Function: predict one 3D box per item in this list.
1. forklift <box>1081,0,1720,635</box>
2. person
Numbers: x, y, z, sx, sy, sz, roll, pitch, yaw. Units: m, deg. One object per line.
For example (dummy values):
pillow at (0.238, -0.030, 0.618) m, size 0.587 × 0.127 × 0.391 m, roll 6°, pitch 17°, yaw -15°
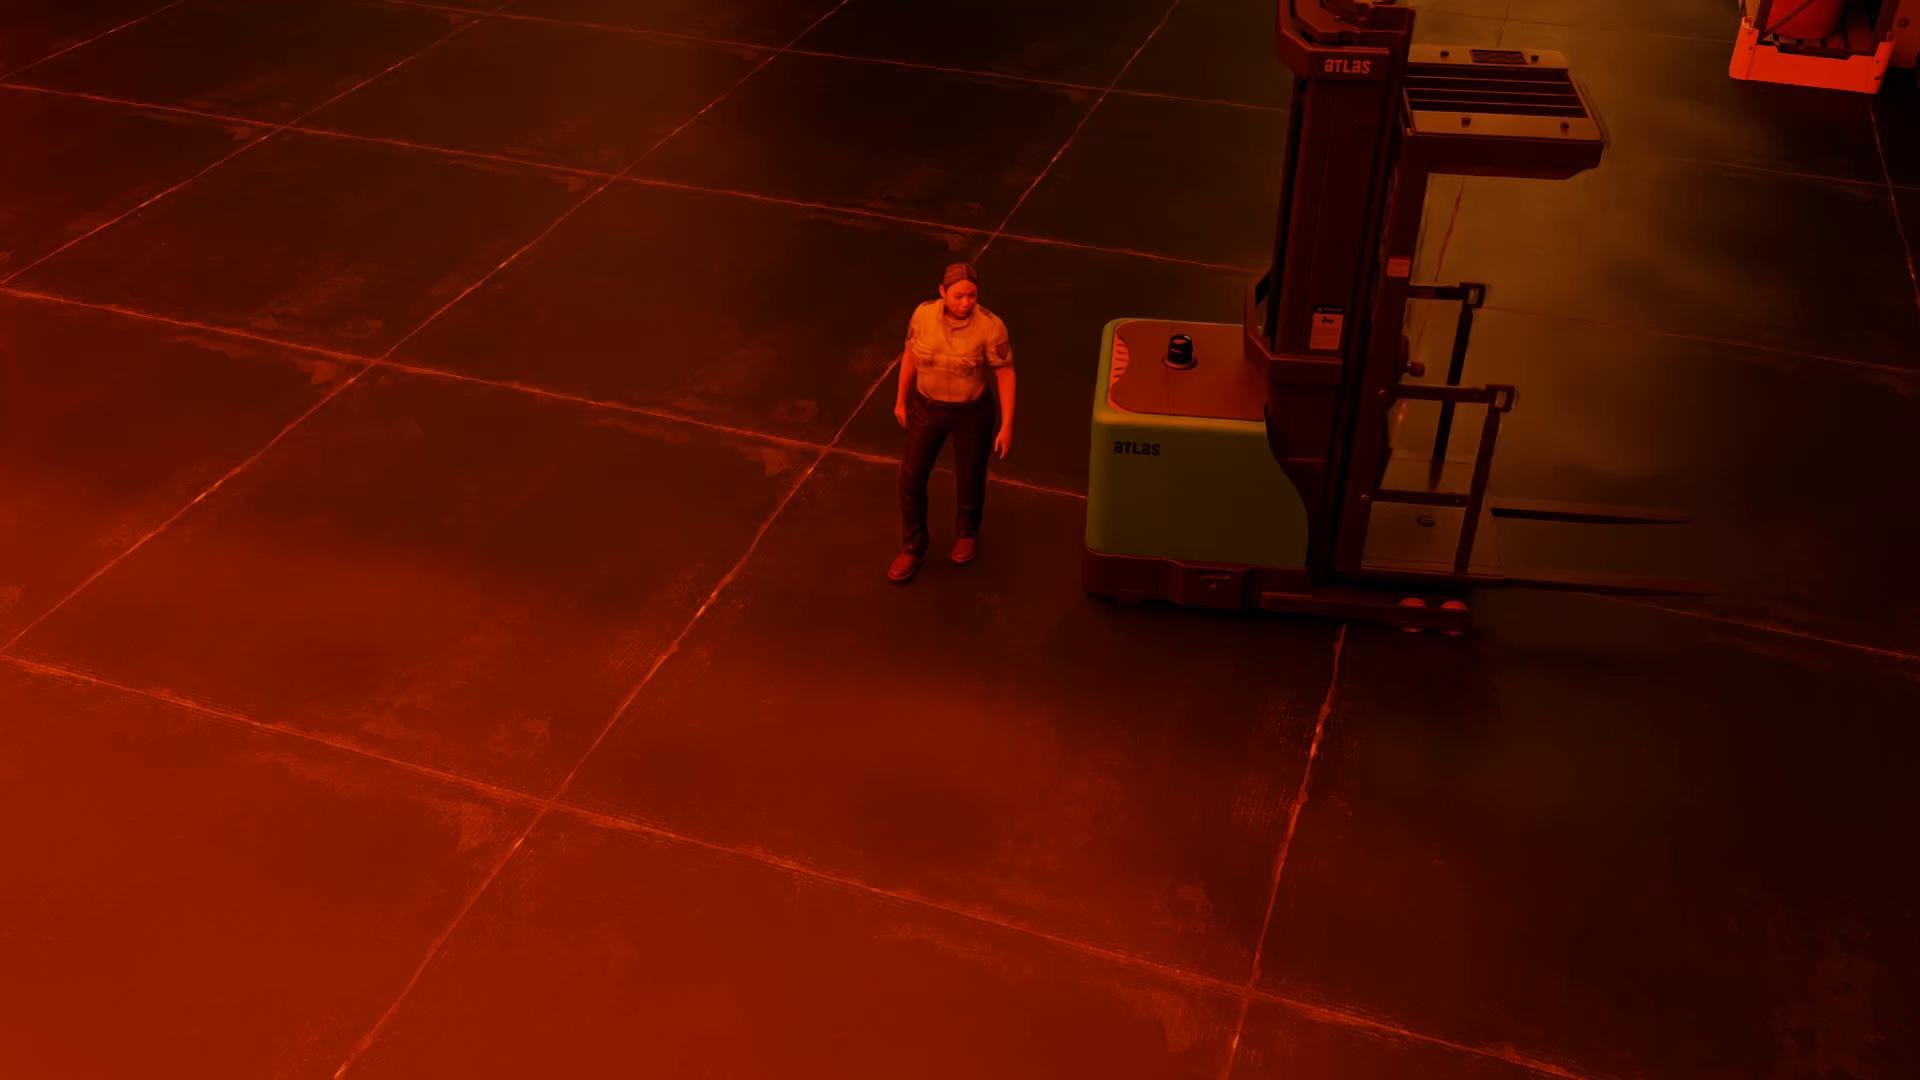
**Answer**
forklift at (2.155, -1.065, 7.613) m, size 3.031 × 2.935 × 1.130 m, roll 4°, pitch 36°, yaw 6°
person at (-0.042, -0.559, 8.025) m, size 0.620 × 1.635 × 0.552 m, roll 8°, pitch 36°, yaw 11°
